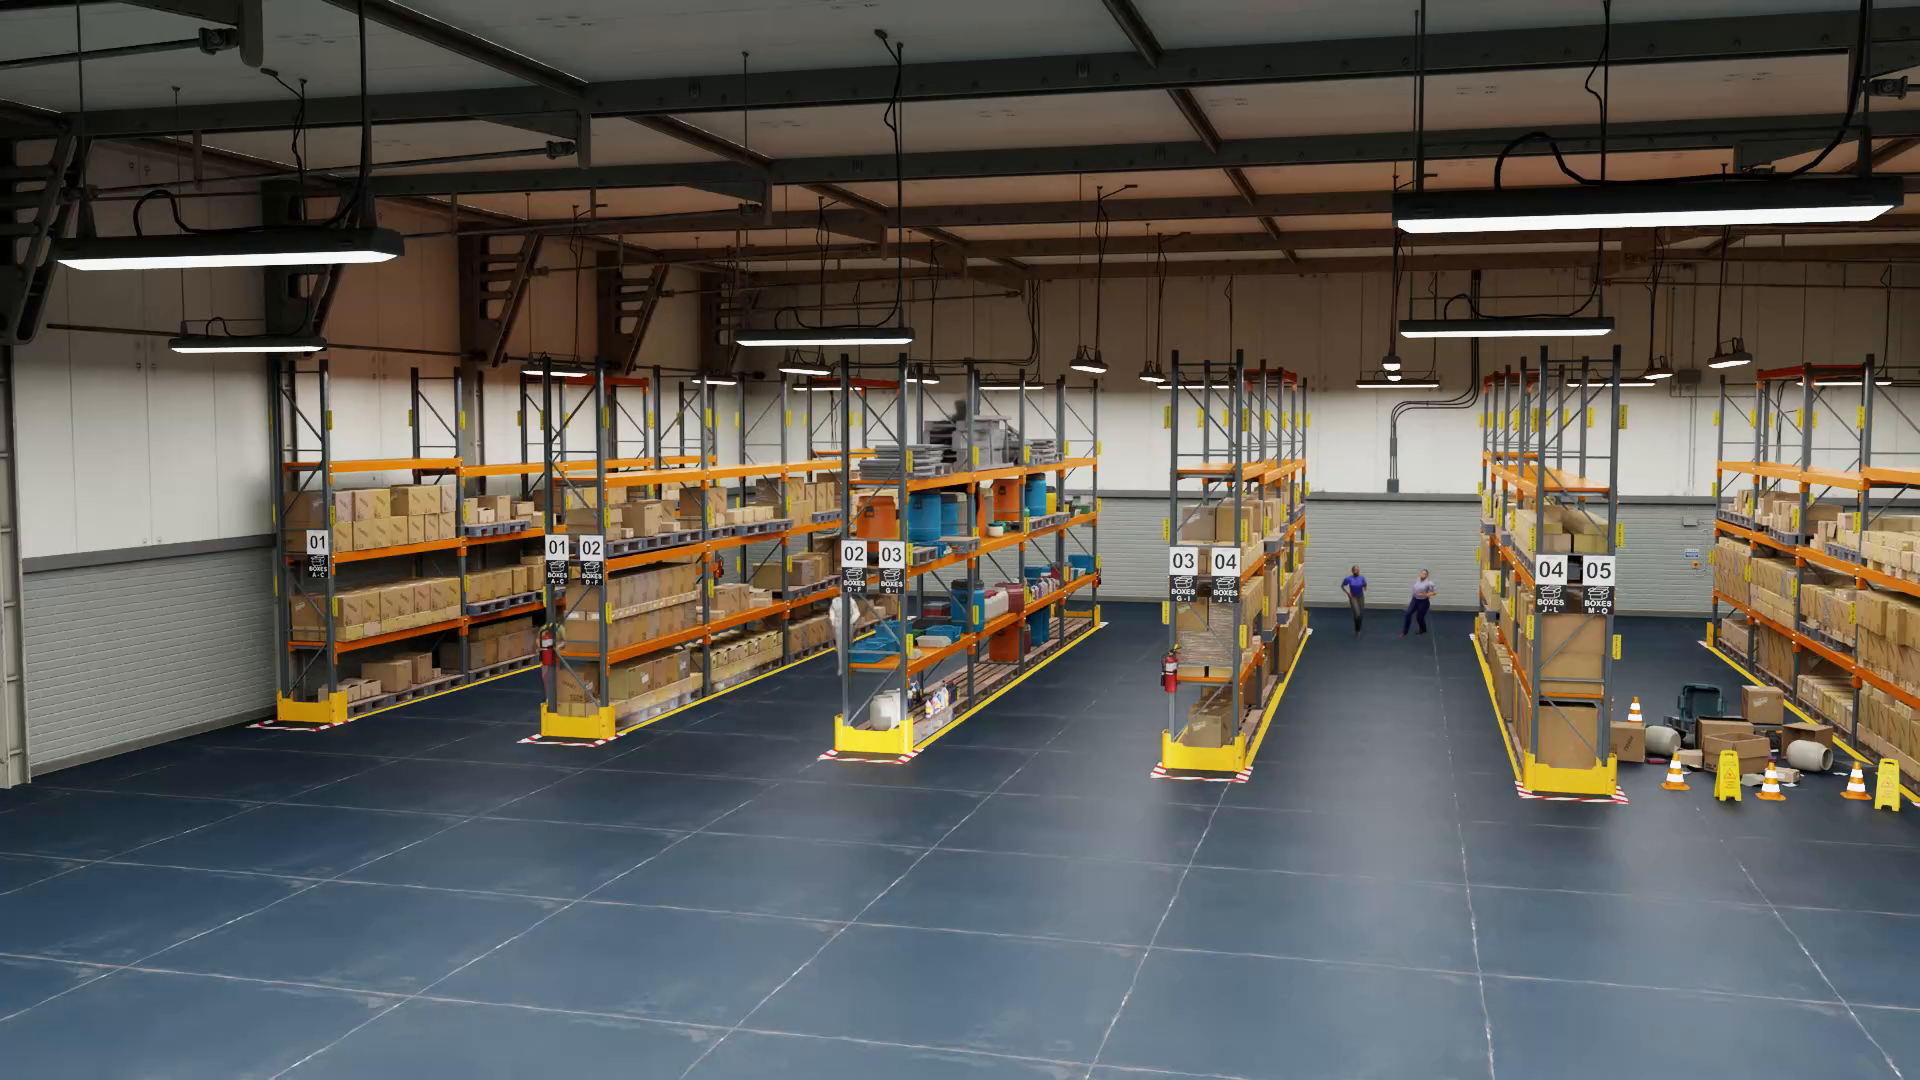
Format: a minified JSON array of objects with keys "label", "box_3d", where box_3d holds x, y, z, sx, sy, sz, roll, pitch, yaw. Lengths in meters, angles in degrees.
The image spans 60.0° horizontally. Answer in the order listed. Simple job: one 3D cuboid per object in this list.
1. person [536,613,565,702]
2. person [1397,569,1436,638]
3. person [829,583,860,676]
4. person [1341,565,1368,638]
[{"label":"person","box_3d":[-7.287,2.062,29.655,0.578,1.610,0.646,0,4,2]},{"label":"person","box_3d":[10.619,1.464,38.317,0.823,1.617,0.748,-4,5,-41]},{"label":"person","box_3d":[-2.182,1.650,31.304,0.595,1.710,0.976,0,4,0]},{"label":"person","box_3d":[9.169,1.432,38.508,0.579,1.699,0.700,-1,4,-11]}]
